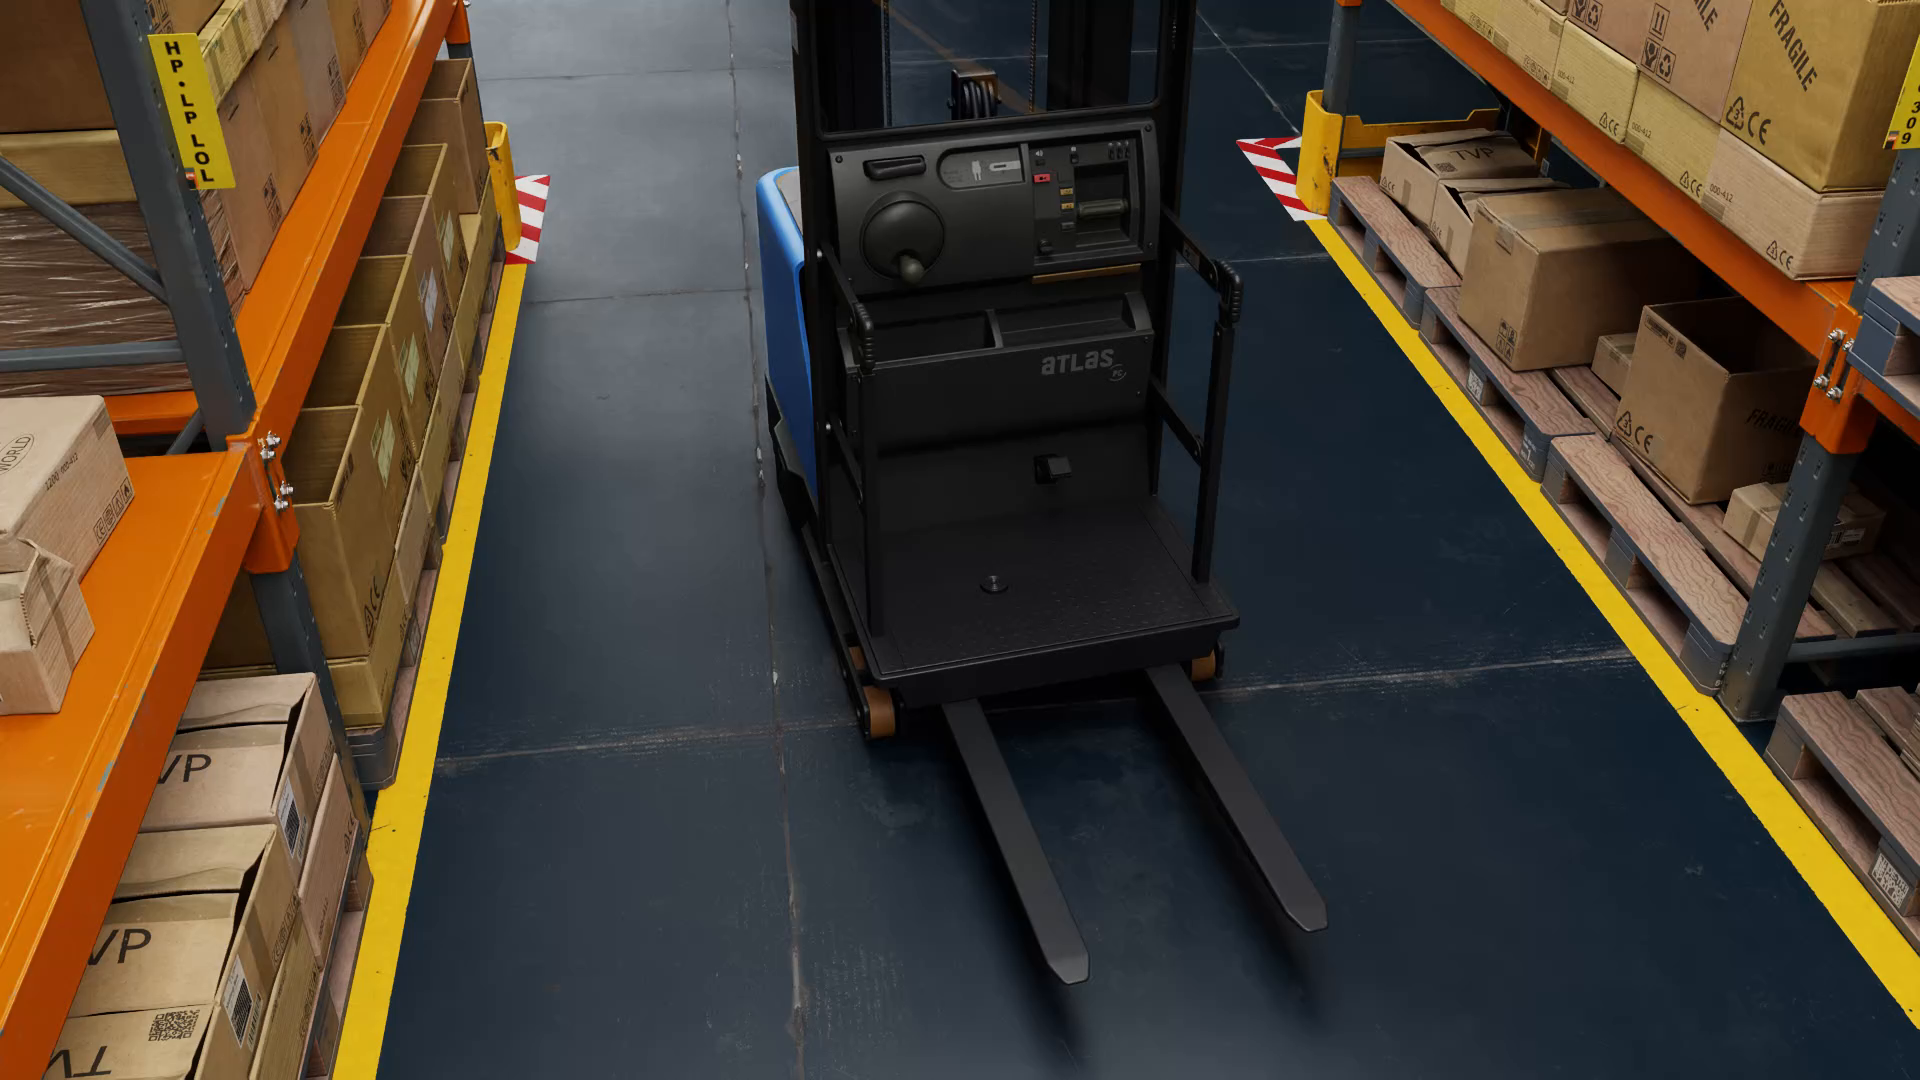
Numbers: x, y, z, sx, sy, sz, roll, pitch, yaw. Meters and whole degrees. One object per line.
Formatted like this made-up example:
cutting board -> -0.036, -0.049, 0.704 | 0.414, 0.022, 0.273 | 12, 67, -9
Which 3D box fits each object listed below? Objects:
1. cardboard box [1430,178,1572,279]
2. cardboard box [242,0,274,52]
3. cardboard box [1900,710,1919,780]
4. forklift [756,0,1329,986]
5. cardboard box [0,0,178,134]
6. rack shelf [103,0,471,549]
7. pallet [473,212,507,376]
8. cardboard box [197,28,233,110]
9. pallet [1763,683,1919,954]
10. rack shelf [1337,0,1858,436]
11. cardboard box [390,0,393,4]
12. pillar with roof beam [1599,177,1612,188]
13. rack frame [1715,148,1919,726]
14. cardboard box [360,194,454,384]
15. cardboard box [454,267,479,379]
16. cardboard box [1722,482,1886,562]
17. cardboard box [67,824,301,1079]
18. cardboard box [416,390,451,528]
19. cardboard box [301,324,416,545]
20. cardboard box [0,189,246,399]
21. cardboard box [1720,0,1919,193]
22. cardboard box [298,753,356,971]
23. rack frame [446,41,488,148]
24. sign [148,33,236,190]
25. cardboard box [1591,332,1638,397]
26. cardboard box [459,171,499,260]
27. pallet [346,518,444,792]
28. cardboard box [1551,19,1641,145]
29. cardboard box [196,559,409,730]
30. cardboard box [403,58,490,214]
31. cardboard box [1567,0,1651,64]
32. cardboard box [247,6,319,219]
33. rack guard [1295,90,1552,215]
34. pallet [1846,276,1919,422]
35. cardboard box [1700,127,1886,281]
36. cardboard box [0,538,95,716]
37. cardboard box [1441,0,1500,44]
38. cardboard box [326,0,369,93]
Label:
cardboard box -> 2.337, -1.352, 7.068 | 0.500, 0.311, 0.500 | -2, 34, -2
cardboard box -> -2.097, -1.427, 4.516 | 0.380, 0.149, 0.250 | -5, 35, -8
cardboard box -> 2.910, 0.500, 4.181 | 0.700, 0.500, 0.500 | -3, 34, -5
forklift -> 0.165, -0.870, 4.425 | 1.130, 2.935, 3.031 | -9, 35, -13
cardboard box -> -2.180, -1.208, 3.618 | 0.700, 0.500, 0.500 | -4, 34, -6
rack shelf -> -2.383, -1.202, 5.489 | 1.077, 0.370, 4.000 | -4, 35, -6
pallet -> -2.508, -1.039, 7.088 | 1.003, 0.211, 1.213 | -4, 35, -6
cardboard box -> -2.029, -1.141, 4.096 | 0.380, 0.149, 0.250 | -5, 35, -8
pallet -> 2.900, 0.826, 4.350 | 1.003, 0.211, 1.213 | -4, 35, -6
rack shelf -> 2.525, -1.579, 6.042 | 1.077, 0.370, 4.000 | -4, 35, -6
cardboard box -> -2.602, -2.395, 6.512 | 0.700, 0.500, 0.500 | -4, 35, -6
pillar with roof beam -> -1.058, -4.820, 4.833 | 9.100, 9.000, 0.400 | -4, 35, -6
rack frame -> 2.794, -0.760, 4.202 | 1.000, 3.000, 0.127 | -4, 35, -6
cardboard box -> -2.070, -0.850, 5.736 | 0.500, 0.500, 0.500 | -4, 35, -6
cardboard box -> -2.139, -0.819, 6.356 | 0.500, 0.250, 0.500 | -4, 35, -6
cardboard box -> 2.692, -0.068, 5.311 | 0.380, 0.166, 0.250 | -9, 35, -13
cardboard box -> -1.699, 0.842, 3.422 | 0.500, 0.311, 0.500 | -3, 34, -5
cardboard box -> -2.000, -0.261, 5.538 | 0.500, 0.250, 0.500 | -4, 35, -6
cardboard box -> -1.941, -0.291, 4.917 | 0.500, 0.500, 0.500 | -4, 35, -6
cardboard box -> -2.180, -0.672, 3.983 | 0.700, 0.500, 0.500 | -5, 35, -8
cardboard box -> 2.424, -1.257, 4.380 | 0.500, 0.500, 0.500 | -4, 35, -6
cardboard box -> -1.771, 0.789, 3.997 | 0.500, 0.250, 0.500 | -5, 35, -7
rack frame -> -2.652, -2.615, 6.924 | 1.000, 3.000, 0.127 | -4, 35, -6
sign -> -1.578, -0.875, 3.413 | 0.100, 0.325, 0.005 | -4, 35, -6
cardboard box -> 2.599, -0.658, 6.193 | 0.380, 0.149, 0.250 | -7, 35, -10
cardboard box -> -2.287, -1.376, 7.174 | 0.500, 0.250, 0.500 | -4, 35, -6
pallet -> -2.179, 0.322, 5.090 | 1.003, 0.211, 1.213 | -4, 35, -6
cardboard box -> 2.288, -1.506, 5.412 | 0.500, 0.250, 0.500 | -5, 35, -7
cardboard box -> -1.876, 0.298, 4.718 | 0.500, 0.250, 0.500 | -4, 35, -6
cardboard box -> -2.285, -1.686, 6.963 | 0.500, 0.500, 0.500 | -4, 35, -6
cardboard box -> 2.294, -1.817, 5.202 | 0.500, 0.500, 0.500 | -5, 35, -8
cardboard box -> -2.321, -1.246, 4.826 | 0.700, 0.500, 0.500 | -4, 34, -6
rack guard -> 2.266, -1.917, 8.119 | 1.175, 0.500, 0.348 | -4, 35, -6
pallet -> 2.753, -0.244, 3.614 | 1.003, 0.211, 1.213 | -4, 35, -6
cardboard box -> 2.430, -0.948, 4.593 | 0.500, 0.250, 0.500 | -4, 35, -6
cardboard box -> -1.814, 0.149, 2.987 | 0.396, 0.266, 0.258 | -5, 35, -8
cardboard box -> 2.154, -2.069, 6.238 | 0.500, 0.250, 0.500 | -5, 35, -7
cardboard box -> -2.465, -1.825, 5.675 | 0.700, 0.500, 0.500 | -4, 34, -6
